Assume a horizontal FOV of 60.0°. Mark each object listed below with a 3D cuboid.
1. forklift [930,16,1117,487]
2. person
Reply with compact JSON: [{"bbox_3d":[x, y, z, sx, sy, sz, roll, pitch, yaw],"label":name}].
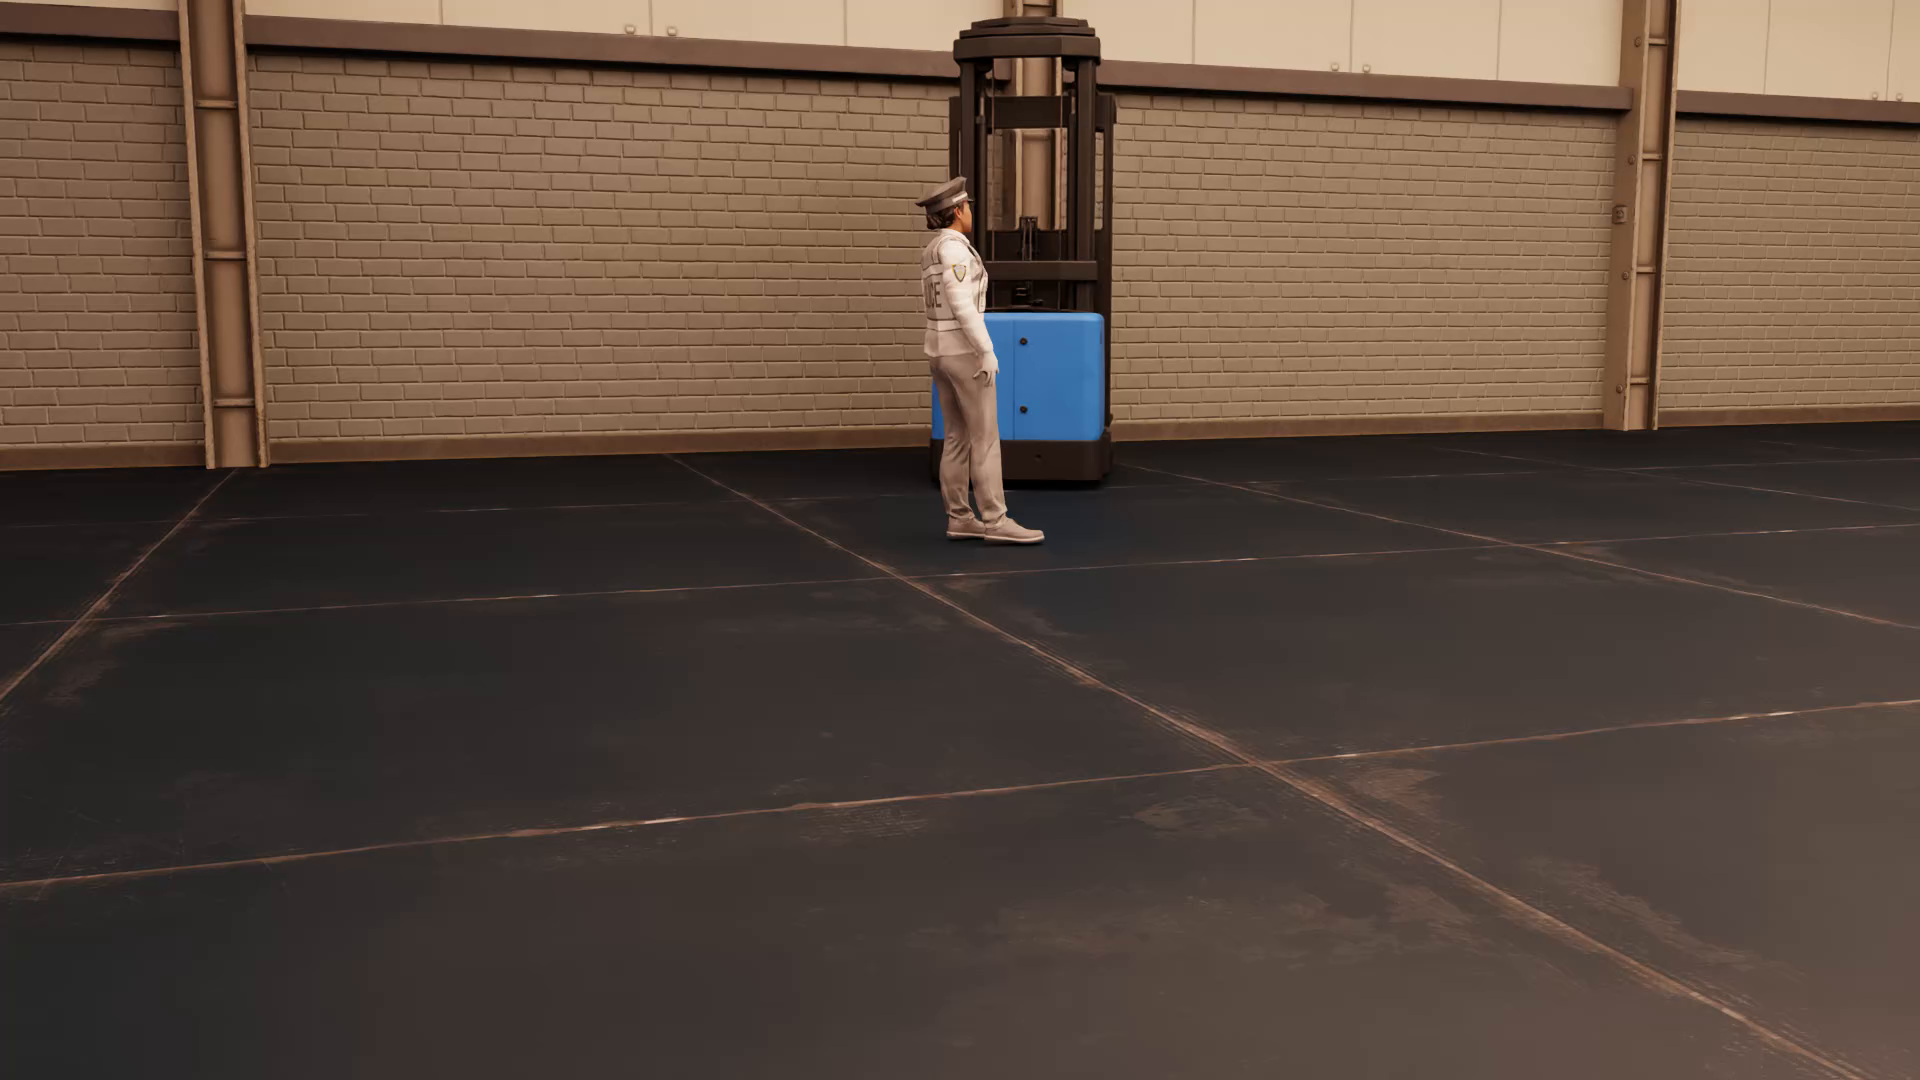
[{"bbox_3d":[0.502,-1.948,11.373,1.130,2.935,3.031,1,8,7],"label":"forklift"},{"bbox_3d":[0.067,-0.849,7.824,0.531,1.695,0.588,-3,8,-18],"label":"person"}]
